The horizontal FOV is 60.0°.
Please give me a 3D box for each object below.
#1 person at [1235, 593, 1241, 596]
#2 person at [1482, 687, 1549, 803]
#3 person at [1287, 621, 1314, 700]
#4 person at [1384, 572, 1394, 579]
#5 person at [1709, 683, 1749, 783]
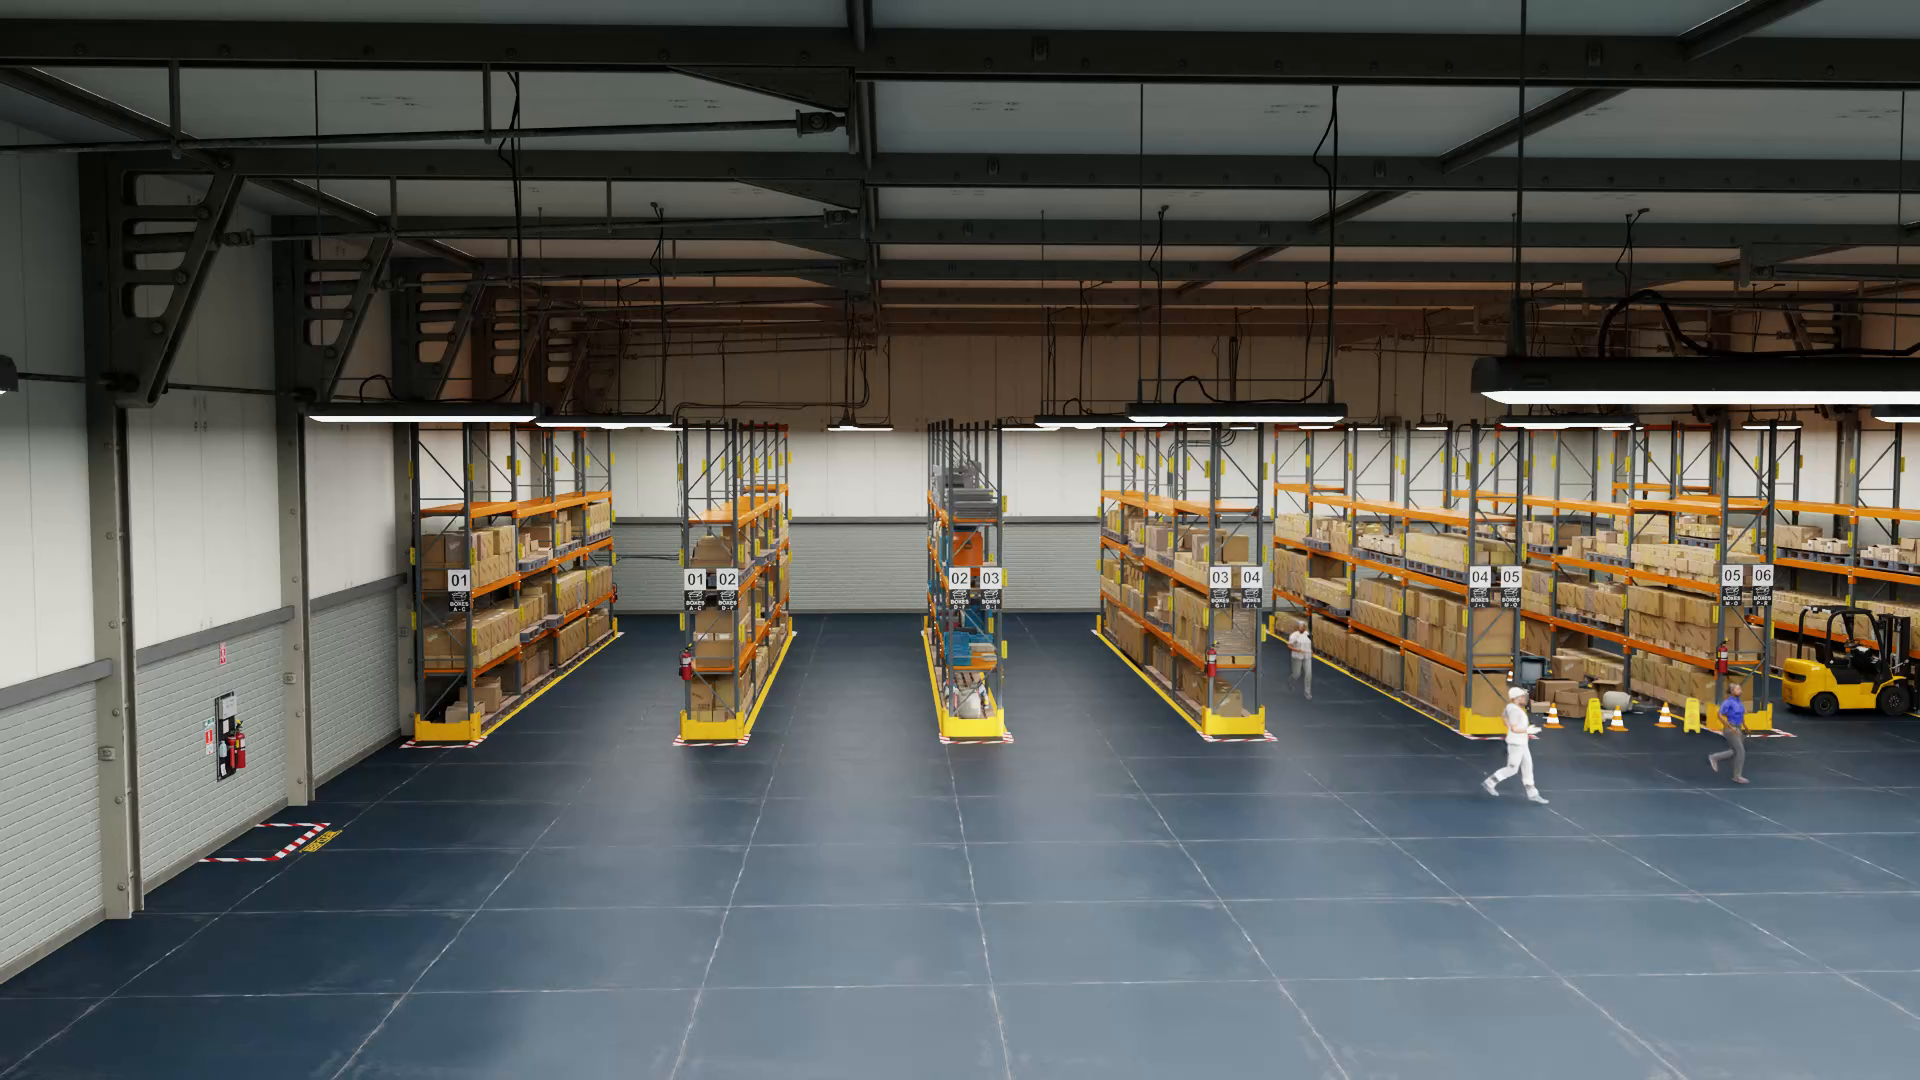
[{"bbox_3d":[7.731,1.933,46.697,0.536,1.578,0.795,0,4,7],"label":"person"},{"bbox_3d":[8.588,3.161,25.678,0.987,1.786,0.656,2,4,23],"label":"person"},{"bbox_3d":[7.412,2.585,36.144,0.619,1.676,0.913,-1,4,-13],"label":"person"},{"bbox_3d":[12.680,1.656,49.339,0.989,1.772,0.667,0,4,2],"label":"person"},{"bbox_3d":[12.689,3.206,27.438,0.609,1.524,0.700,-3,5,-42],"label":"person"}]
